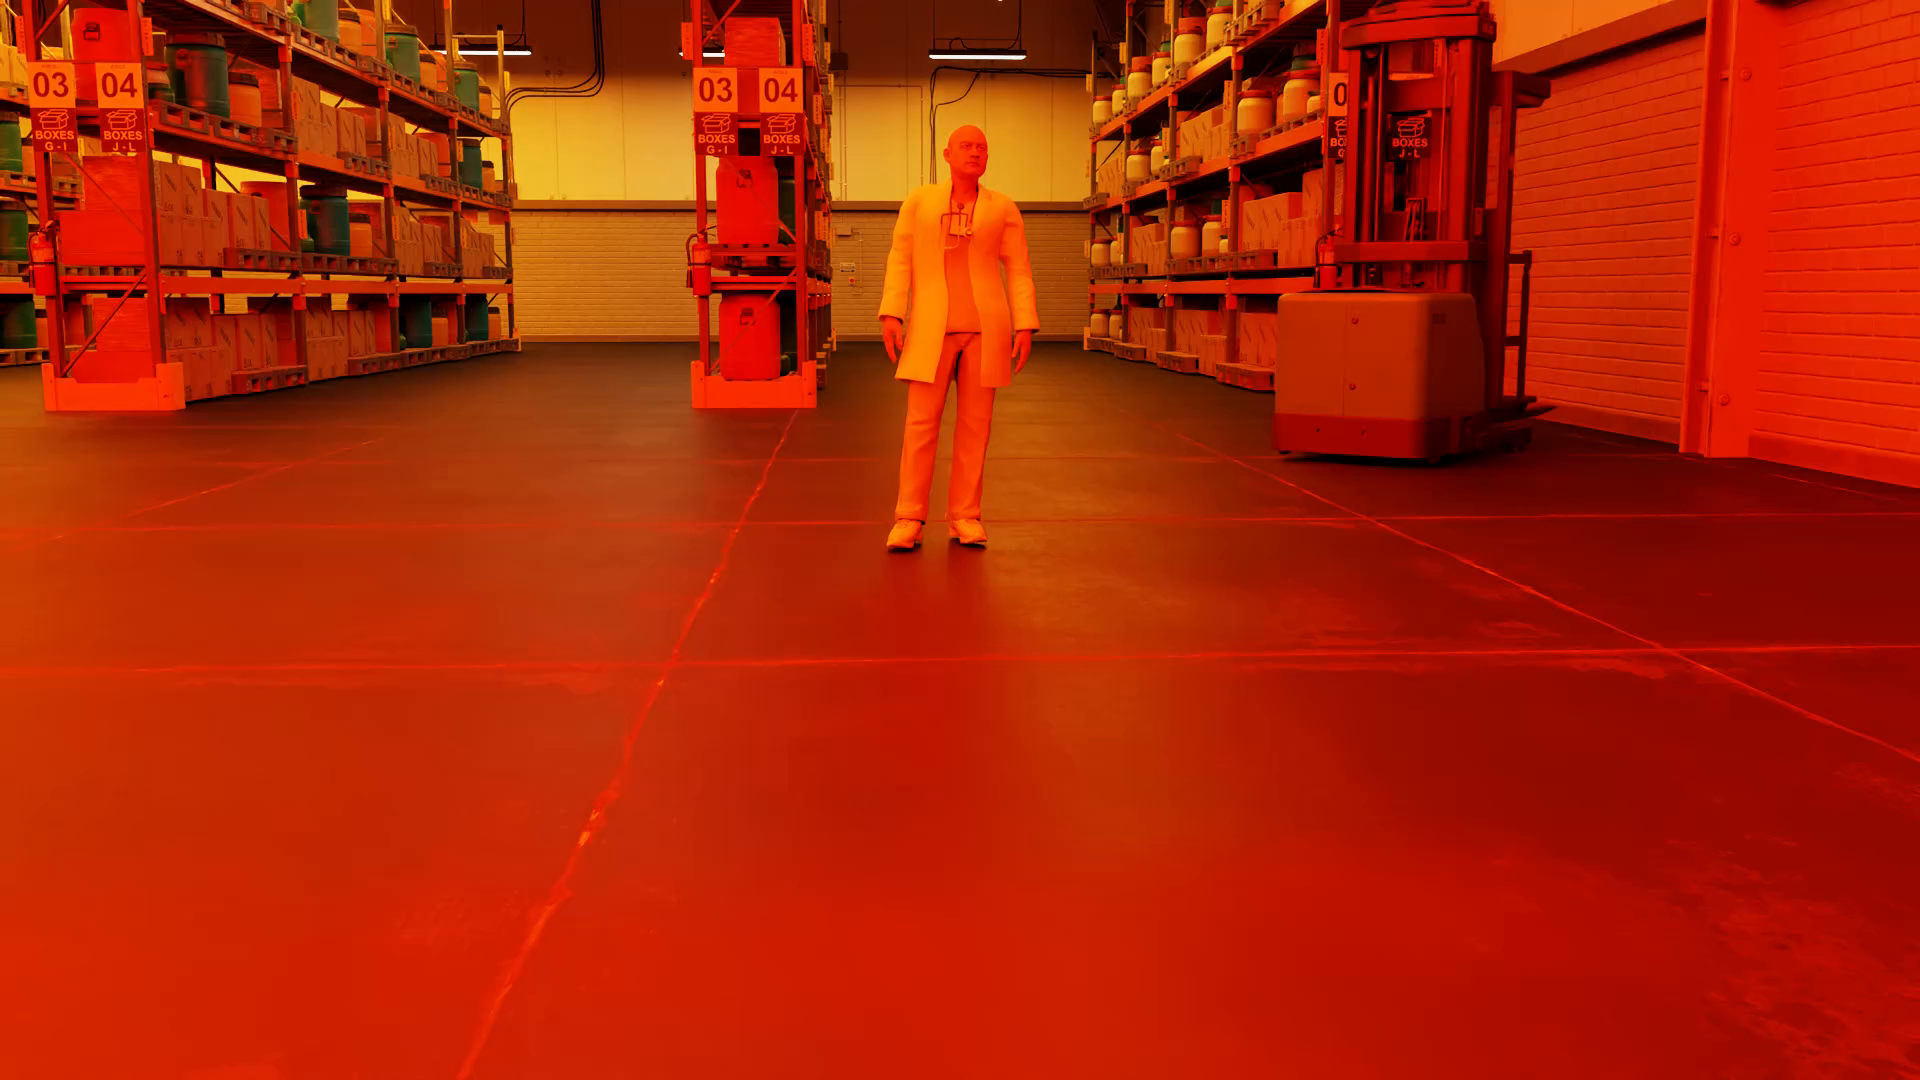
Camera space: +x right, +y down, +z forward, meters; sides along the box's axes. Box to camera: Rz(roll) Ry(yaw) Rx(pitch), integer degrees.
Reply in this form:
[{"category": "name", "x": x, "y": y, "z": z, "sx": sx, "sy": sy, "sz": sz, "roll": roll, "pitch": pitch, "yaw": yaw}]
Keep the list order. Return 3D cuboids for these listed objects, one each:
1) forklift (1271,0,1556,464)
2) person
[{"category": "forklift", "x": 3.317, "y": -2.091, "z": 11.415, "sx": 1.130, "sy": 2.935, "sz": 3.031, "roll": 6, "pitch": 11, "yaw": 37}, {"category": "person", "x": 0.001, "y": -0.873, "z": 7.089, "sx": 0.696, "sy": 1.776, "sz": 0.581, "roll": -1, "pitch": 8, "yaw": -4}]
